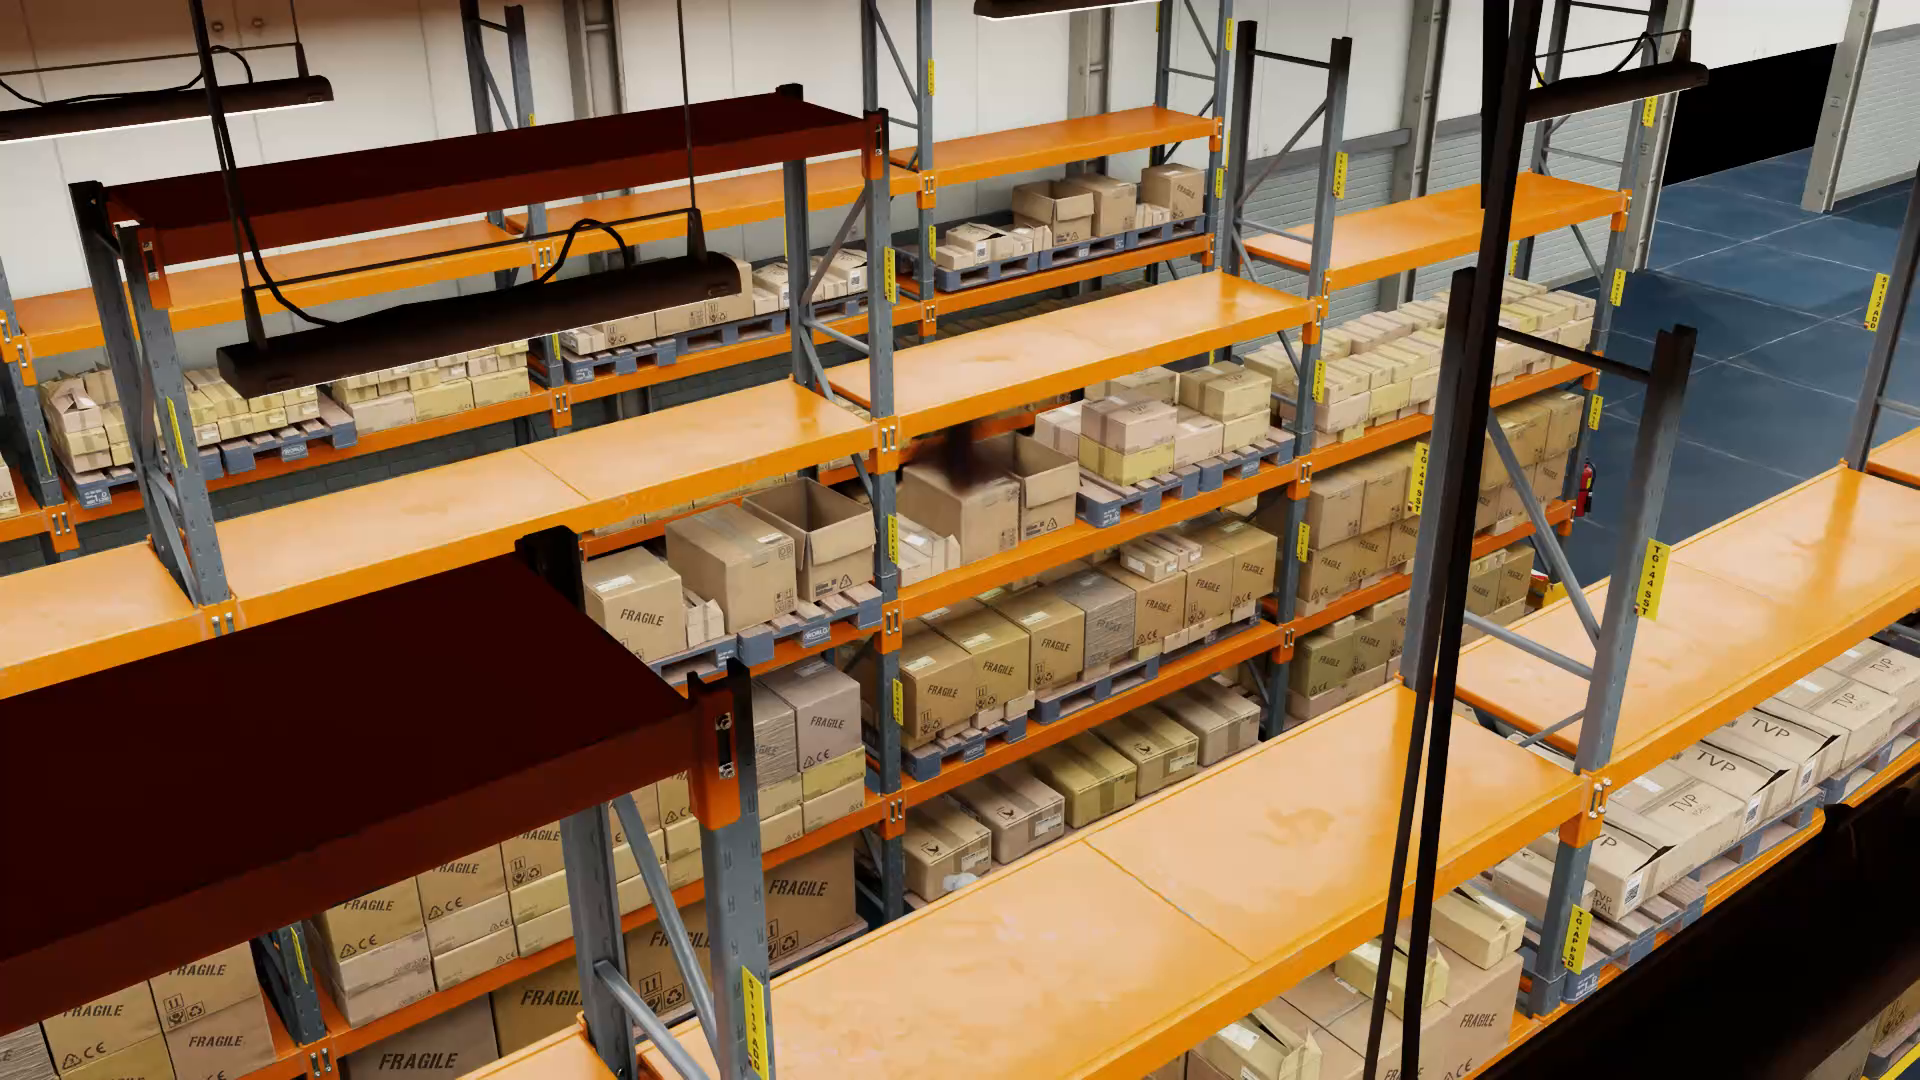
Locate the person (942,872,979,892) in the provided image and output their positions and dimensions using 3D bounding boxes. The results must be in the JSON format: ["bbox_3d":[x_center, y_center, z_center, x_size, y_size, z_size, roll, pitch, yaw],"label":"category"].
[{"bbox_3d":[0.056,2.695,10.028,0.402,1.659,0.531,13,29,24],"label":"person"}]
